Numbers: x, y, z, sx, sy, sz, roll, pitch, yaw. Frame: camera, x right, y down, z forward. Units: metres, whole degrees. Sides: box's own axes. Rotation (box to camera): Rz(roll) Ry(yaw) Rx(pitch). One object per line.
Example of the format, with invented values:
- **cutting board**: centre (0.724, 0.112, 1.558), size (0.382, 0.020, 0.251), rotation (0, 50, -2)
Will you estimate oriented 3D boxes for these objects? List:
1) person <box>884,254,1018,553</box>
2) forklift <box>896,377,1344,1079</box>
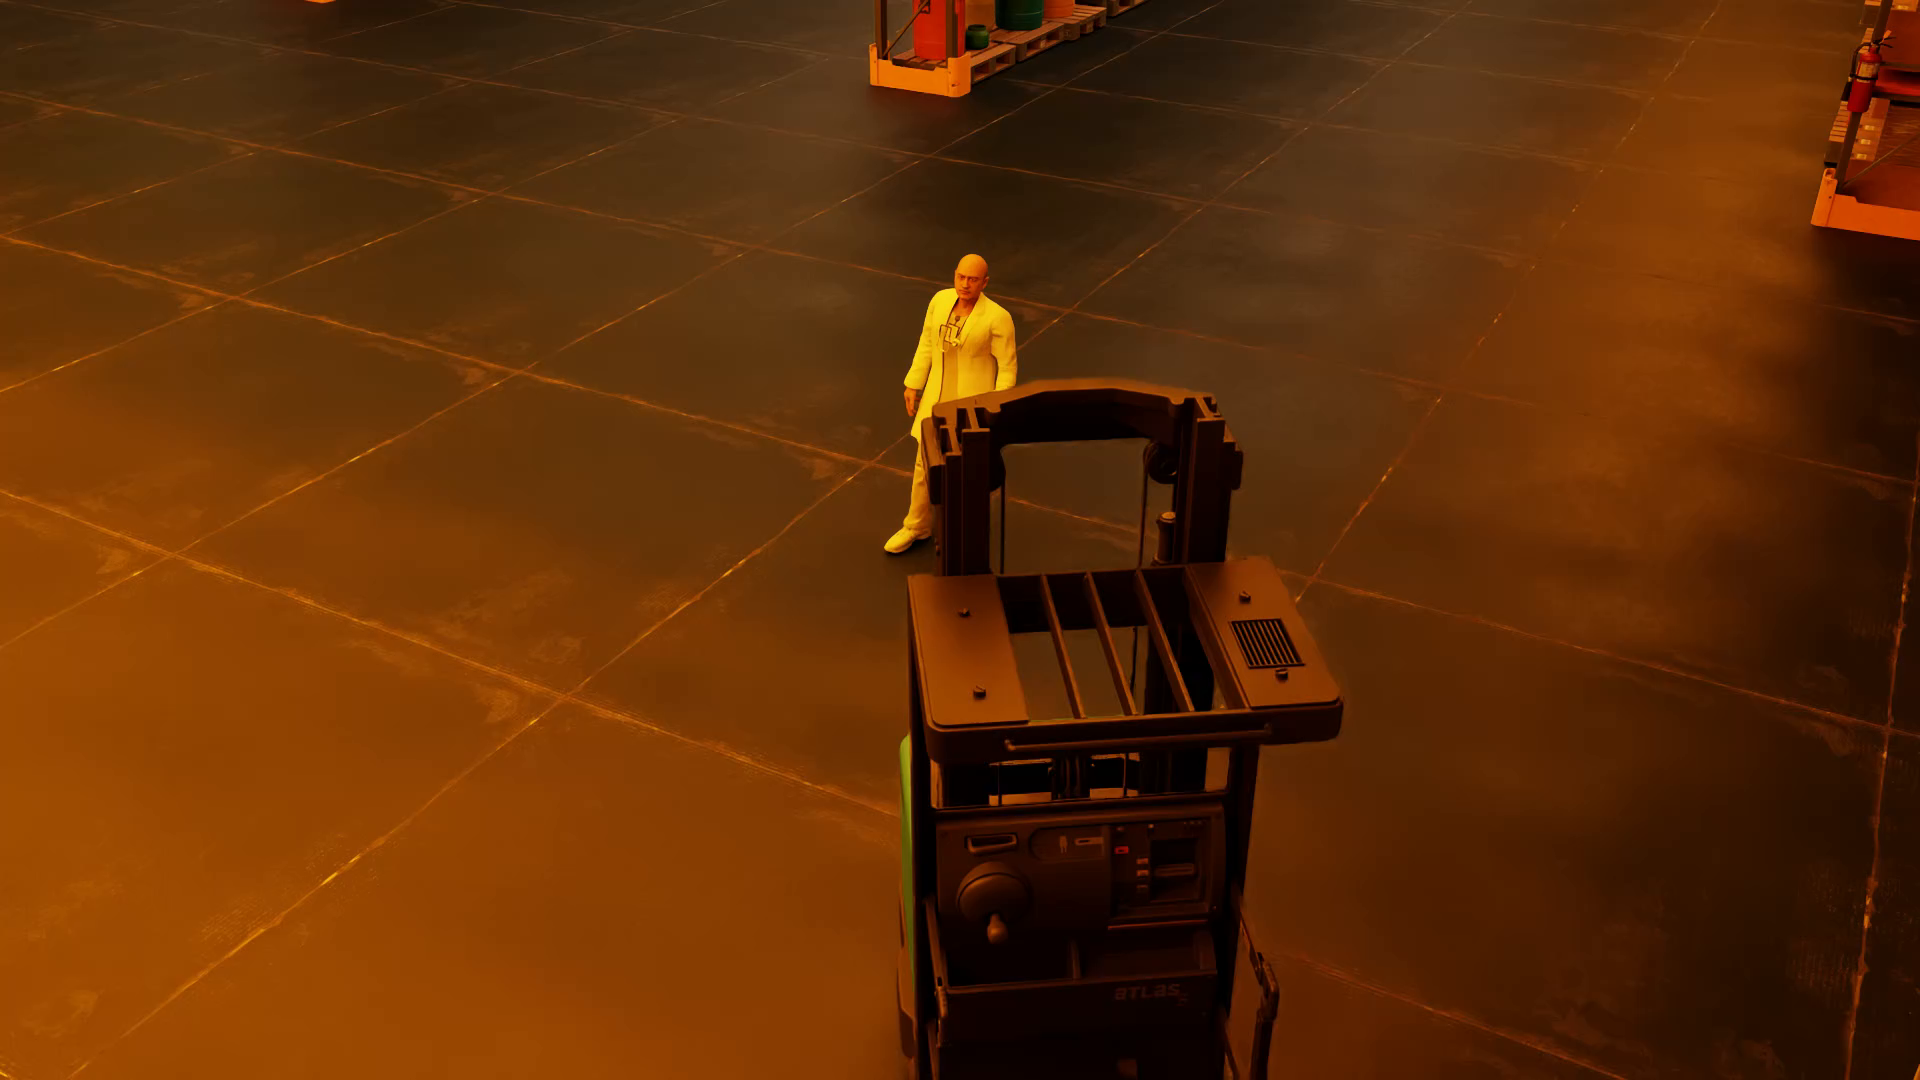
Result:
- **person**: centre (-0.048, -0.738, 9.488), size (0.696, 1.776, 0.581), rotation (15, 33, 25)
- **forklift**: centre (0.415, 1.114, 5.140), size (1.130, 2.935, 3.031), rotation (-3, 30, -5)
